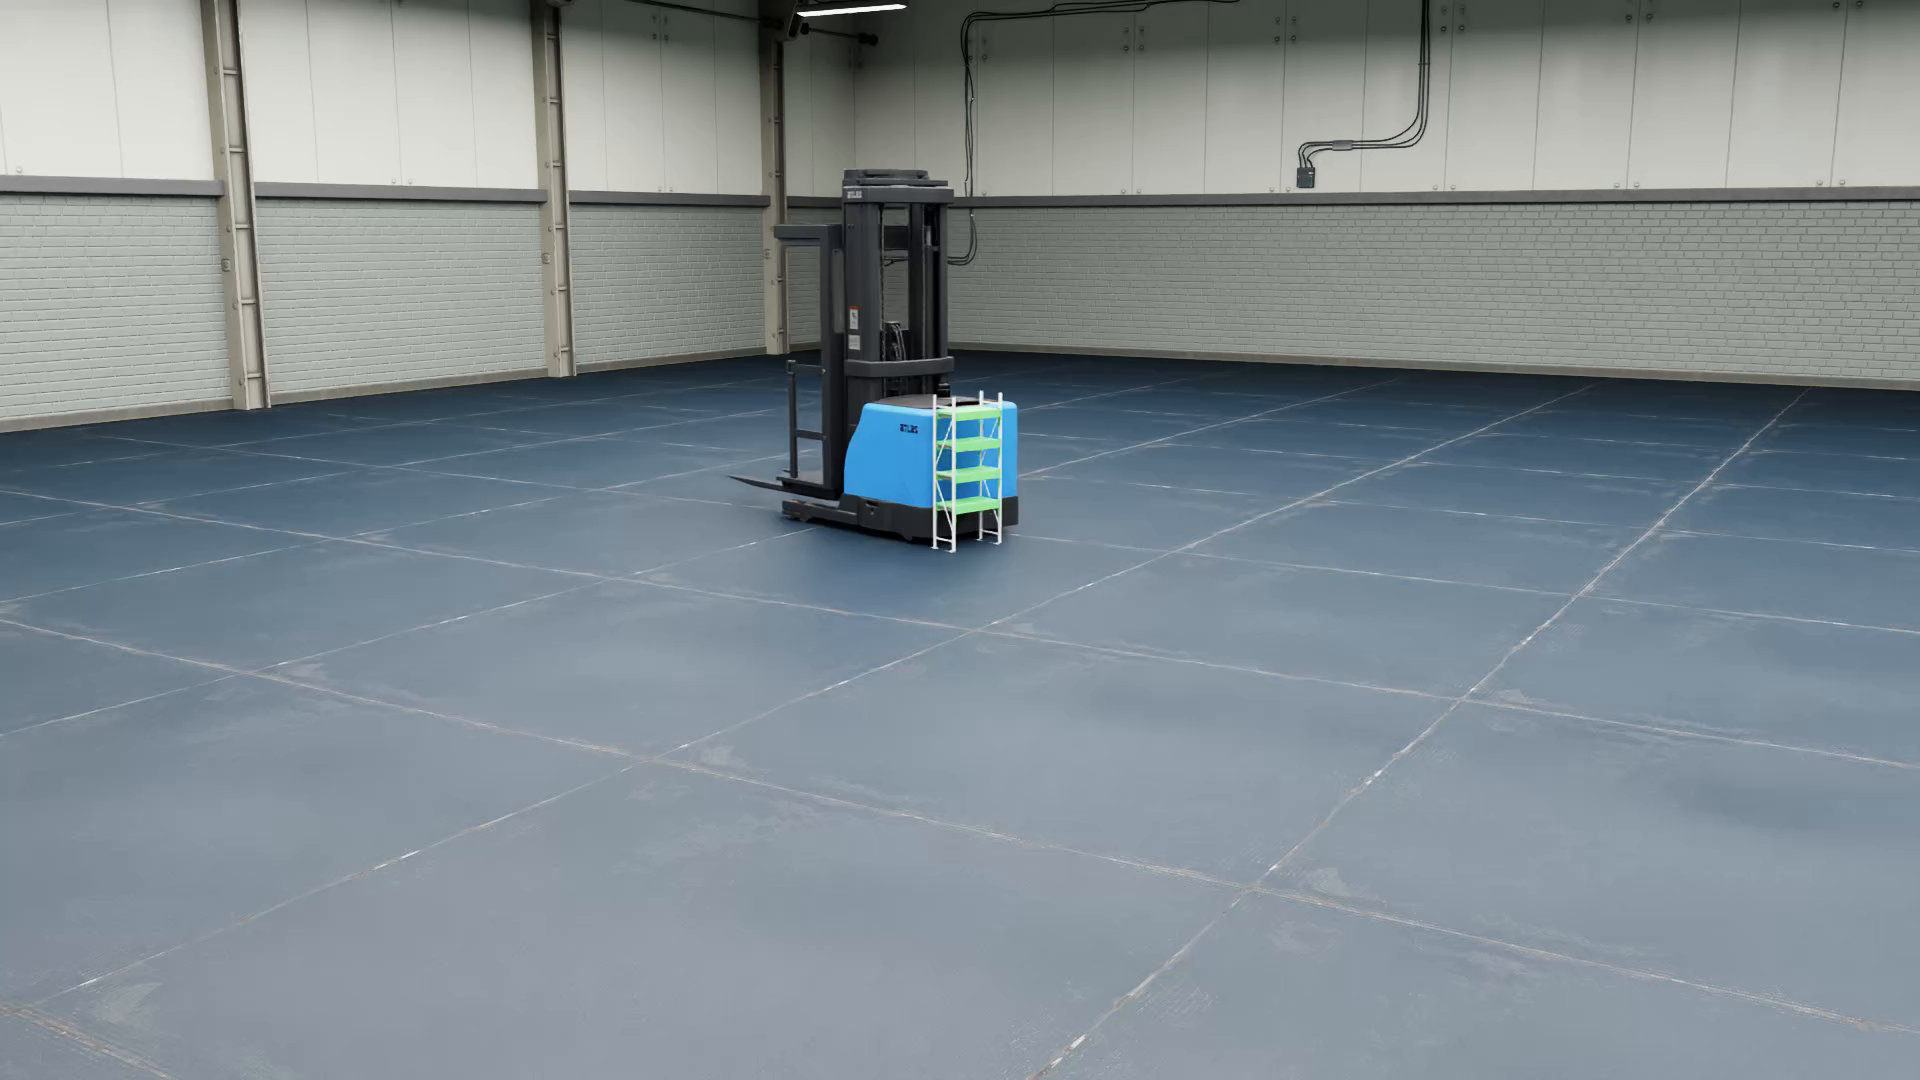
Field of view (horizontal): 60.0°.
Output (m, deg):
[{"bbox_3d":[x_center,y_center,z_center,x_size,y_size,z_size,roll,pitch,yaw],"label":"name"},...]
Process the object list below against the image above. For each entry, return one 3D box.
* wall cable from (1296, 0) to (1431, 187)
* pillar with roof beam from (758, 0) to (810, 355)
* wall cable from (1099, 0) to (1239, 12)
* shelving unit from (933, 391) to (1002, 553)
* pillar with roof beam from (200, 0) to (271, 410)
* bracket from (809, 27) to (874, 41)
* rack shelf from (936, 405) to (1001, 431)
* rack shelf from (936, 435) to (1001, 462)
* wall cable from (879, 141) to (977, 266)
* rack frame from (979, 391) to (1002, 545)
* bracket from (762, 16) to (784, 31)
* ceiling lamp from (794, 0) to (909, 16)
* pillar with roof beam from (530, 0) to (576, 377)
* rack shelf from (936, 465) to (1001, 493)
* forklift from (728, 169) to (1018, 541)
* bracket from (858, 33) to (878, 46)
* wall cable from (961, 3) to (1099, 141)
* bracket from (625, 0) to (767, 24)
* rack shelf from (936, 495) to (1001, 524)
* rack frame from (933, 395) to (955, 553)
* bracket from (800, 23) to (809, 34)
[{"bbox_3d":[7.113,-9.252,29.093,2.305,6.003,0.169,6,12,31],"label":"wall cable"},{"bbox_3d":[0.027,-7.742,30.267,9.100,9.000,0.548,6,12,31],"label":"pillar with roof beam"},{"bbox_3d":[3.964,-11.128,30.706,3.097,2.526,0.112,6,12,31],"label":"wall cable"},{"bbox_3d":[0.059,-0.540,12.989,0.503,1.200,0.258,-9,14,-41],"label":"shelving unit"},{"bbox_3d":[-6.203,-5.854,20.186,9.100,9.000,0.400,6,12,31],"label":"pillar with roof beam"},{"bbox_3d":[-2.210,-10.233,33.795,0.076,0.066,3.189,6,12,31],"label":"bracket"},{"bbox_3d":[0.060,-0.949,12.911,0.480,0.148,0.258,-9,14,-41],"label":"rack shelf"},{"bbox_3d":[0.059,-0.713,12.956,0.480,0.148,0.258,-9,14,-41],"label":"rack shelf"},{"bbox_3d":[-0.993,-6.964,34.549,3.097,2.526,0.112,6,12,31],"label":"wall cable"},{"bbox_3d":[0.240,-0.570,13.149,0.015,1.200,0.240,-9,14,-41],"label":"rack frame"},{"bbox_3d":[-3.564,-9.823,31.603,0.235,0.232,0.430,6,12,31],"label":"bracket"},{"bbox_3d":[-1.599,-9.961,26.257,2.000,3.185,0.800,6,12,31],"label":"ceiling lamp"},{"bbox_3d":[-3.088,-6.798,25.226,9.100,9.000,0.548,6,12,31],"label":"pillar with roof beam"},{"bbox_3d":[0.059,-0.477,13.001,0.480,0.148,0.258,-9,14,-41],"label":"rack shelf"},{"bbox_3d":[-0.879,-1.647,14.200,1.130,2.935,3.031,-9,14,-41],"label":"forklift"},{"bbox_3d":[-1.903,-10.326,34.291,0.235,0.232,0.430,6,12,31],"label":"bracket"},{"bbox_3d":[1.319,-9.188,32.704,3.097,2.526,0.112,6,12,31],"label":"wall cable"},{"bbox_3d":[-4.902,-9.418,29.438,0.076,0.066,4.783,6,12,31],"label":"bracket"},{"bbox_3d":[0.058,-0.241,13.045,0.480,0.148,0.258,-9,14,-41],"label":"rack shelf"},{"bbox_3d":[-0.122,-0.510,12.828,0.015,1.200,0.240,-9,14,-41],"label":"rack frame"},{"bbox_3d":[-3.134,-9.954,32.300,0.235,0.232,0.430,6,12,31],"label":"bracket"}]
